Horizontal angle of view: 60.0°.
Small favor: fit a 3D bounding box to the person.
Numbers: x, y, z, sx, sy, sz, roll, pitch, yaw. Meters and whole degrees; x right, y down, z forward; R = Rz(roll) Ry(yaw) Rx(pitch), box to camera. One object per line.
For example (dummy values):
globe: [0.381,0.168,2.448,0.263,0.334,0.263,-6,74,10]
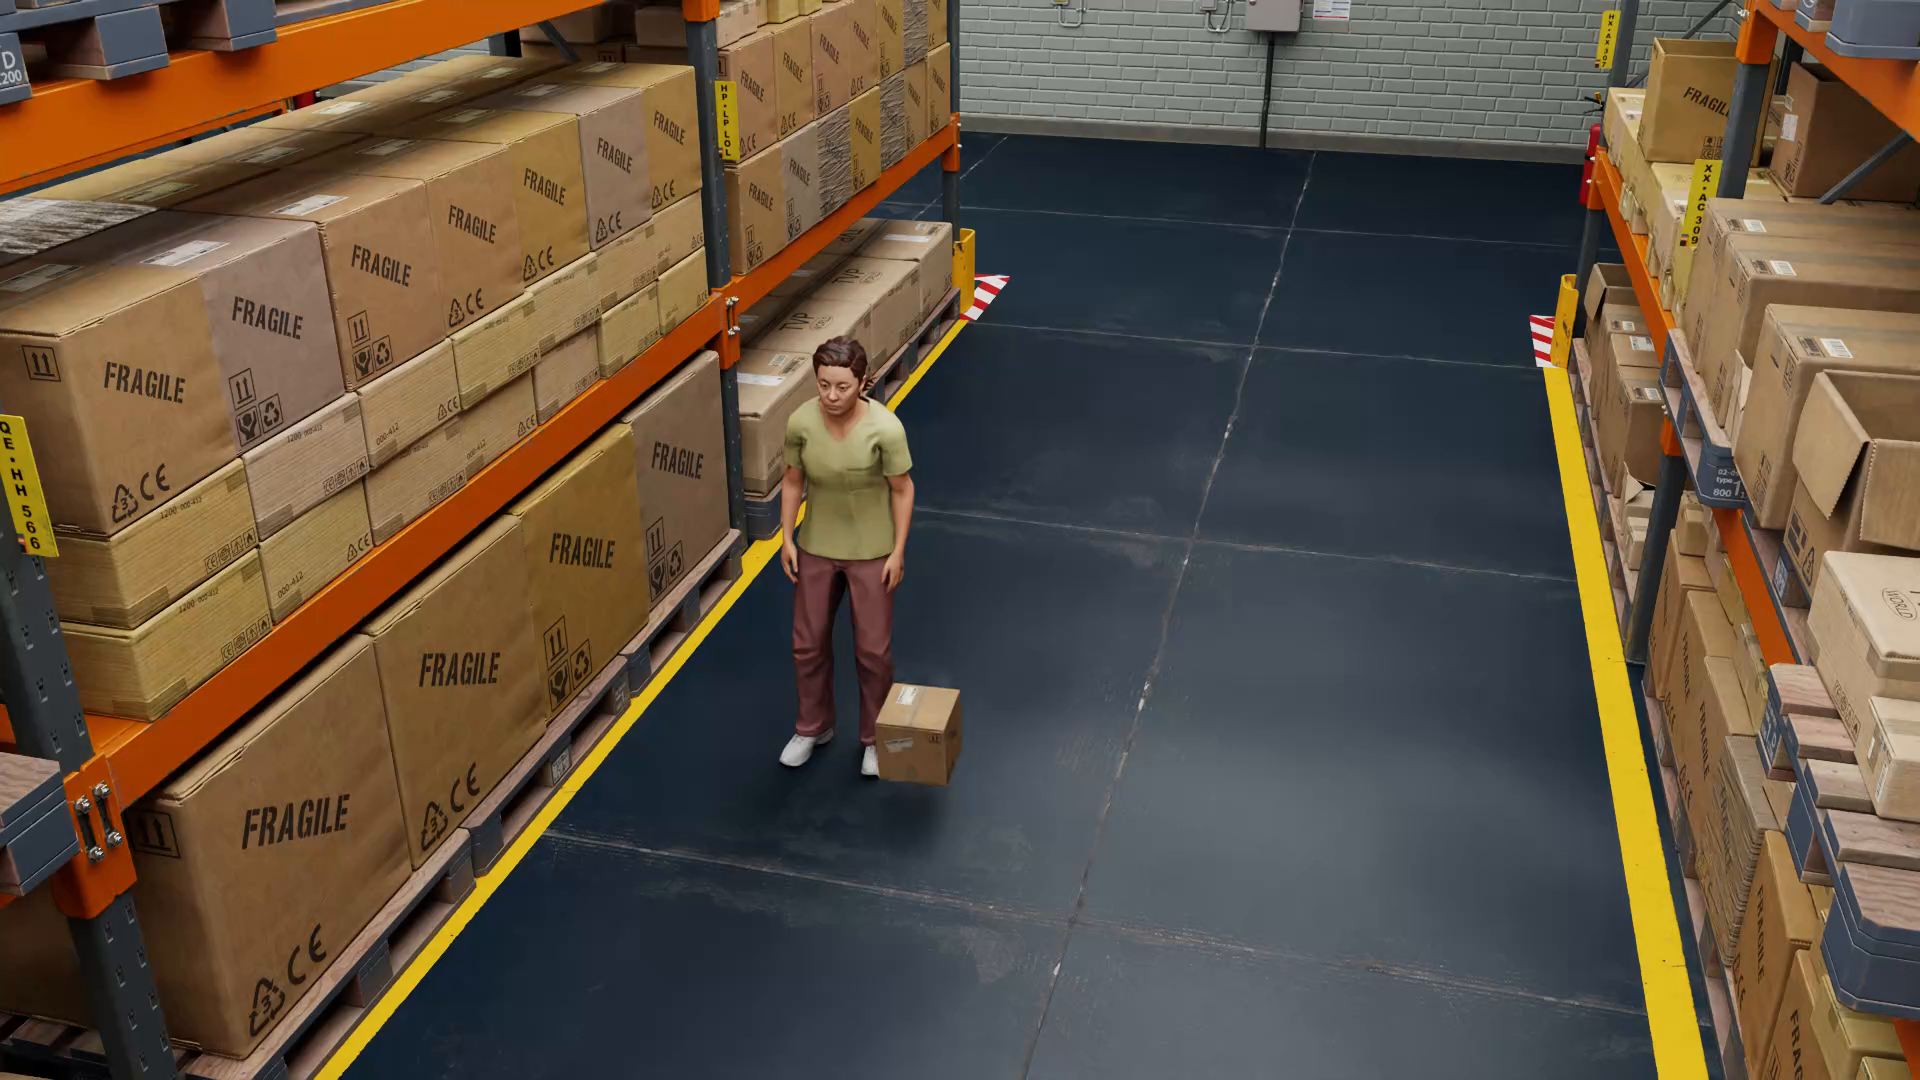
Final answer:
person: [-0.413,0.055,5.993,0.488,1.674,0.357,6,26,11]
